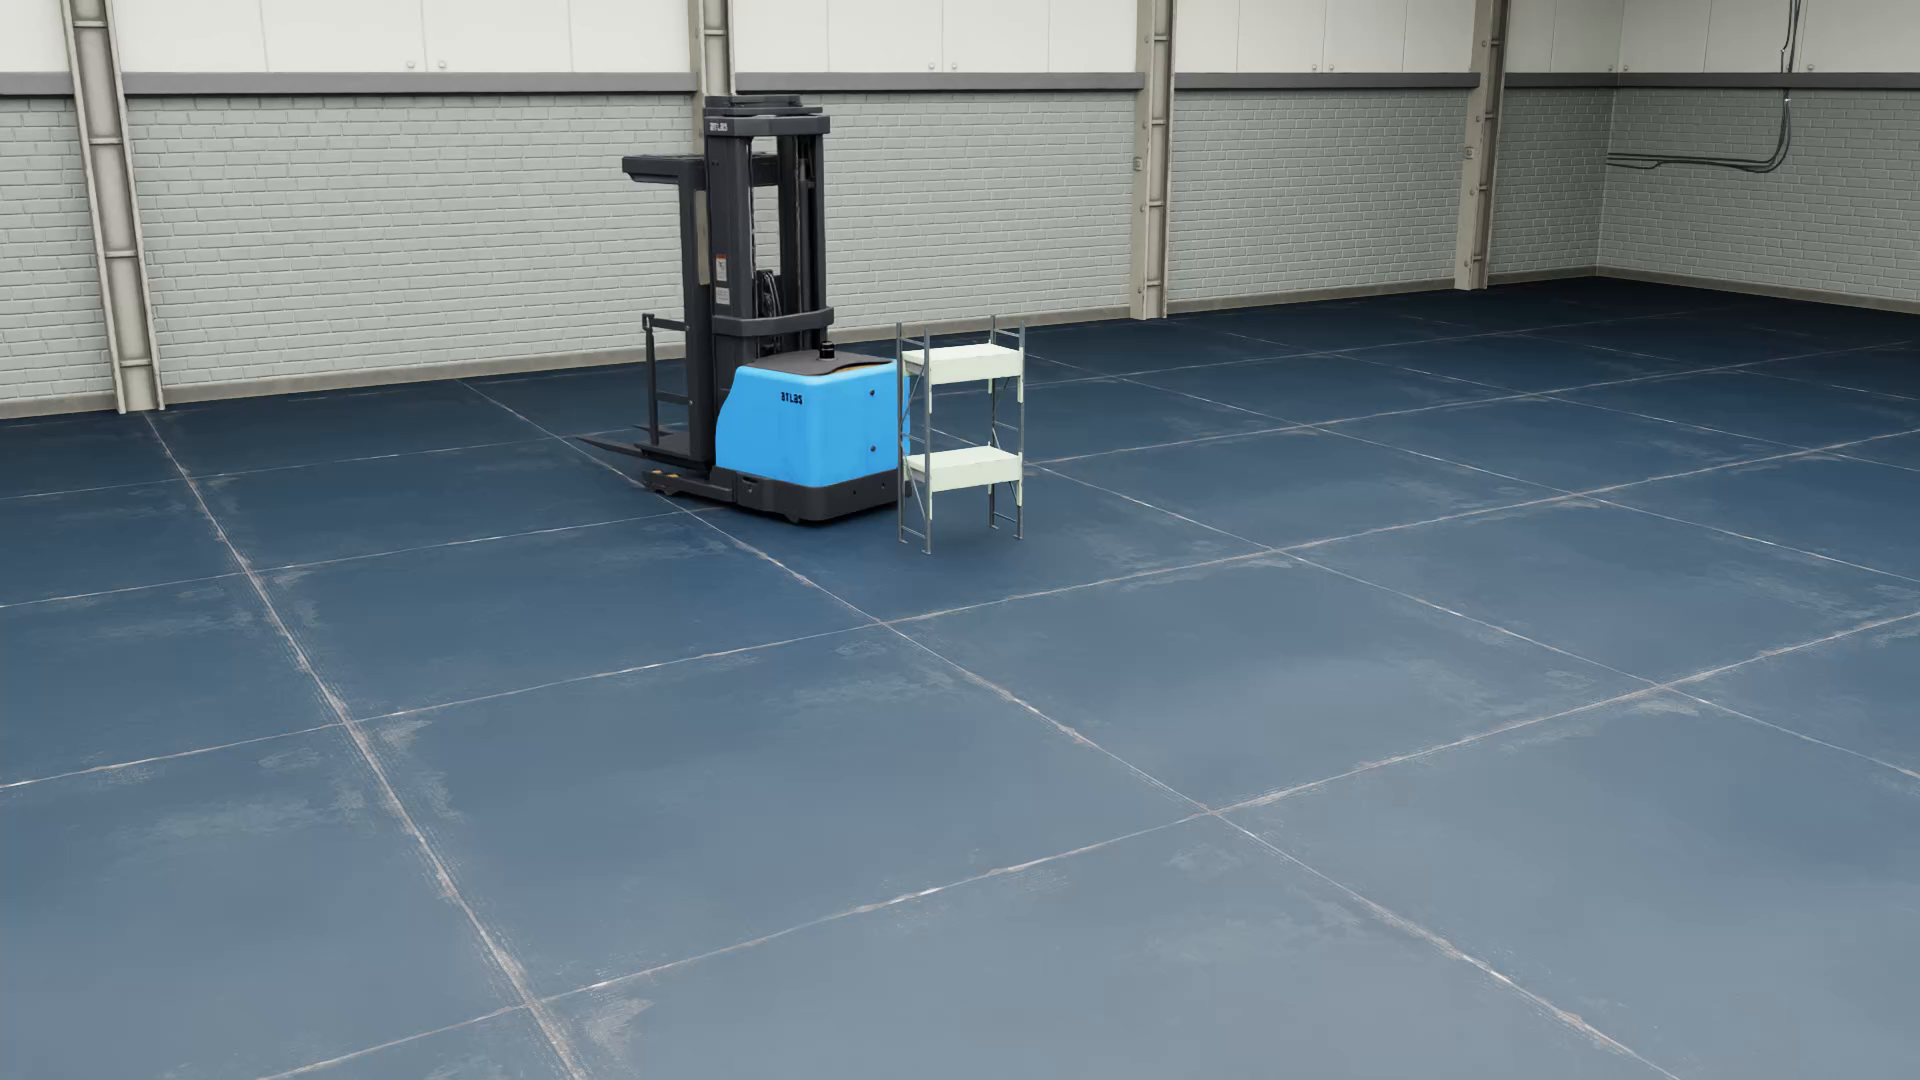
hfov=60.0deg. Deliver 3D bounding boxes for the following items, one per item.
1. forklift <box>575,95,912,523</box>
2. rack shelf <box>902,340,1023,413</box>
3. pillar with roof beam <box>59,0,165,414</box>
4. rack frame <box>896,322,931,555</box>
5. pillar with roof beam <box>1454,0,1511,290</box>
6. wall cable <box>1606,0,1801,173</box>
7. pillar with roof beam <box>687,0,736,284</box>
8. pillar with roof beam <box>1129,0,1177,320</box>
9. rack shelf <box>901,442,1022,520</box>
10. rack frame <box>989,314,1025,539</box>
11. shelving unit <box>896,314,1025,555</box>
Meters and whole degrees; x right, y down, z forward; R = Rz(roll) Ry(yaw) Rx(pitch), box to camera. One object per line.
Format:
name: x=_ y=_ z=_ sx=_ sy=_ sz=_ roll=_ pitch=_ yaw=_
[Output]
forklift: x=-1.795 y=-1.840 z=12.544 sx=3.031 sy=2.935 sz=1.130 roll=13 pitch=20 yaw=39
rack shelf: x=0.006 y=-1.099 z=11.105 sx=0.720 sy=0.370 sz=0.431 roll=-9 pitch=18 yaw=-30
pillar with roof beam: x=-5.606 y=-4.590 z=11.112 sx=0.400 sy=9.000 sz=9.100 roll=-9 pitch=18 yaw=-30
rack frame: x=-0.308 y=-0.672 z=11.029 sx=0.023 sy=1.500 sz=0.400 roll=-9 pitch=18 yaw=-30
pillar with roof beam: x=9.824 y=-7.092 z=20.038 sx=0.400 sy=9.000 sz=9.100 roll=-9 pitch=18 yaw=-30
wall cable: x=10.813 y=-6.696 z=24.379 sx=0.112 sy=2.526 sz=3.097 roll=-9 pitch=18 yaw=-30
pillar with roof beam: x=-0.463 y=-5.424 z=14.087 sx=0.400 sy=9.000 sz=9.100 roll=-9 pitch=18 yaw=-30
pillar with roof beam: x=4.680 y=-6.258 z=17.062 sx=0.400 sy=9.000 sz=9.100 roll=-9 pitch=18 yaw=-30
rack shelf: x=0.006 y=-0.409 z=11.299 sx=0.720 sy=0.370 sz=0.431 roll=-9 pitch=18 yaw=-30
rack frame: x=0.319 y=-0.774 z=11.392 sx=0.023 sy=1.500 sz=0.400 roll=-9 pitch=18 yaw=-30
shelving unit: x=0.006 y=-0.723 z=11.211 sx=0.755 sy=1.500 sz=0.431 roll=-9 pitch=18 yaw=-30
